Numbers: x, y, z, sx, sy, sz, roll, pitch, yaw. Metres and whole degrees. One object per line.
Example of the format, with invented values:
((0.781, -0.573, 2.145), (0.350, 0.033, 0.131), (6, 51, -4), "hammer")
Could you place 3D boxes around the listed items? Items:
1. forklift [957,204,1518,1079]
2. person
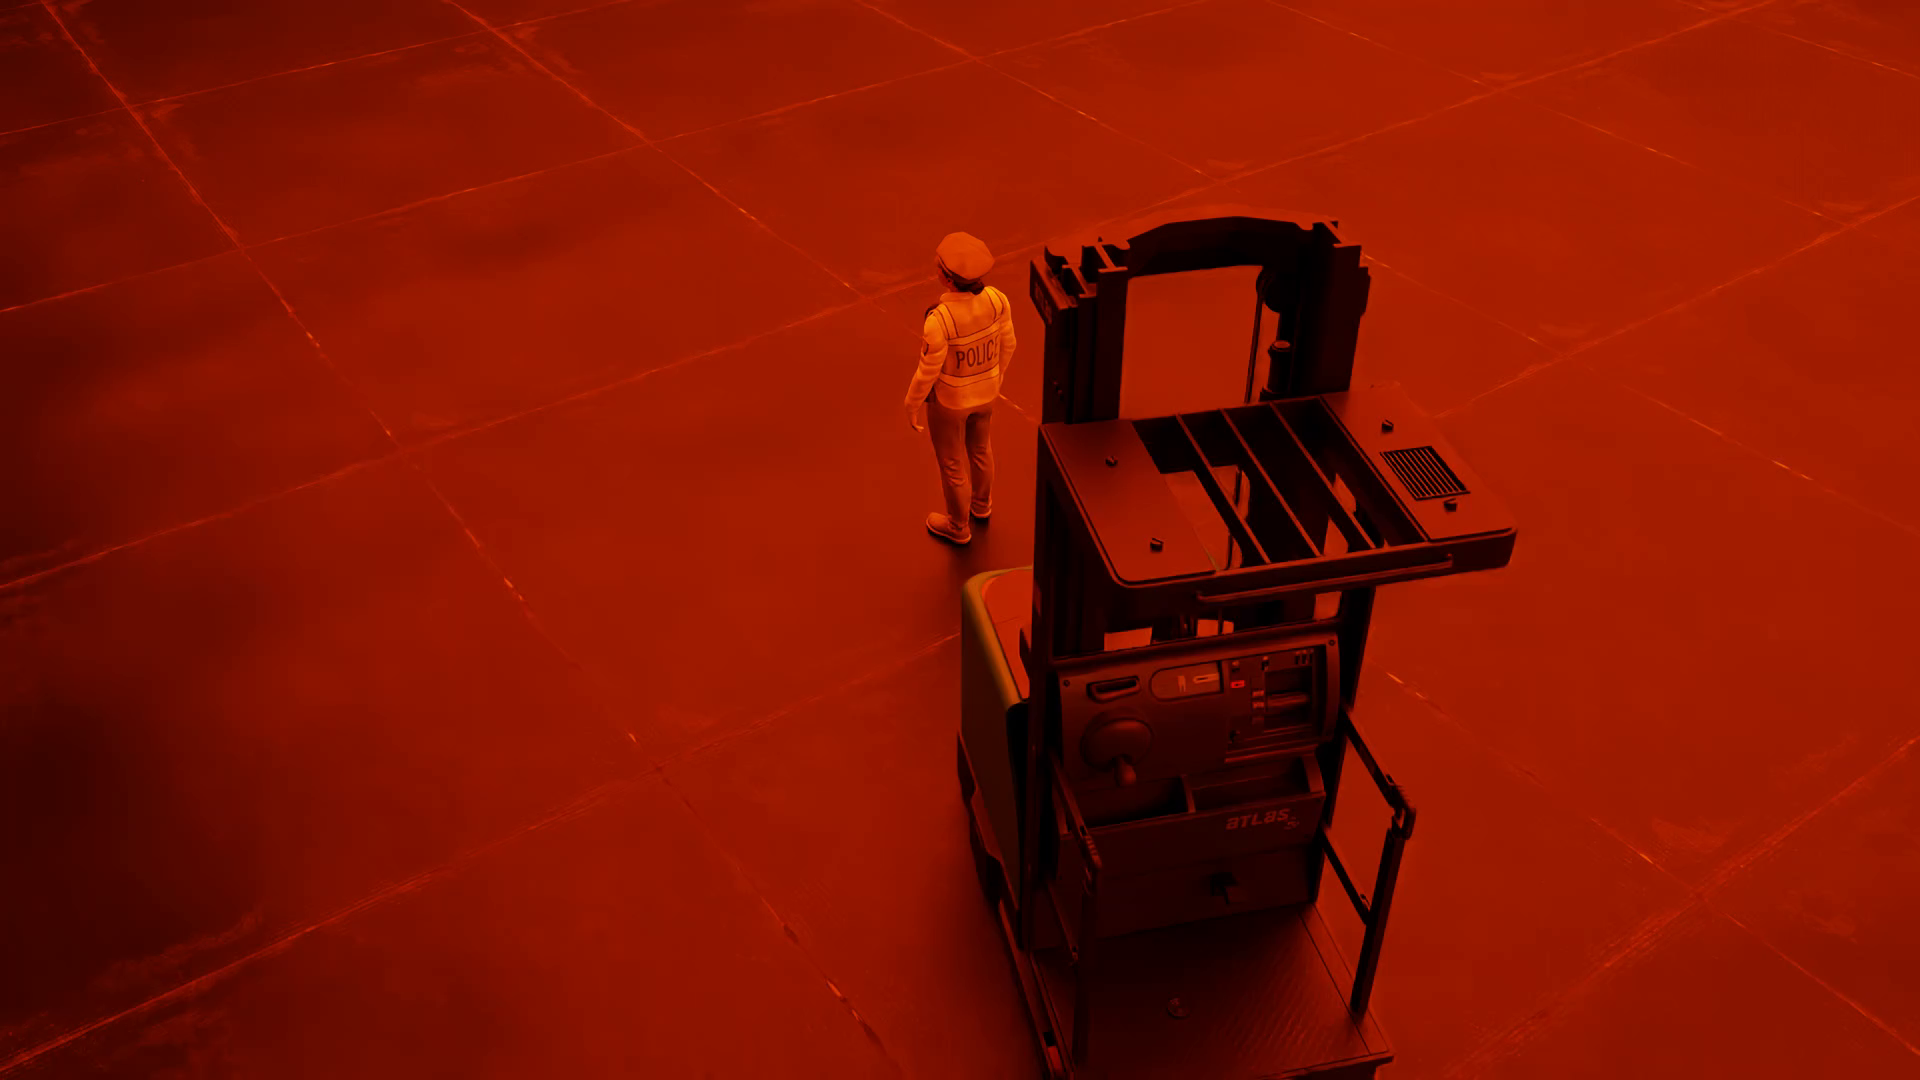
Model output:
((0.814, 0.608, 5.122), (1.130, 2.935, 3.031), (-8, 37, -10), "forklift")
((-0.034, -0.723, 7.950), (0.588, 1.695, 0.531), (-23, 42, -28), "person")
